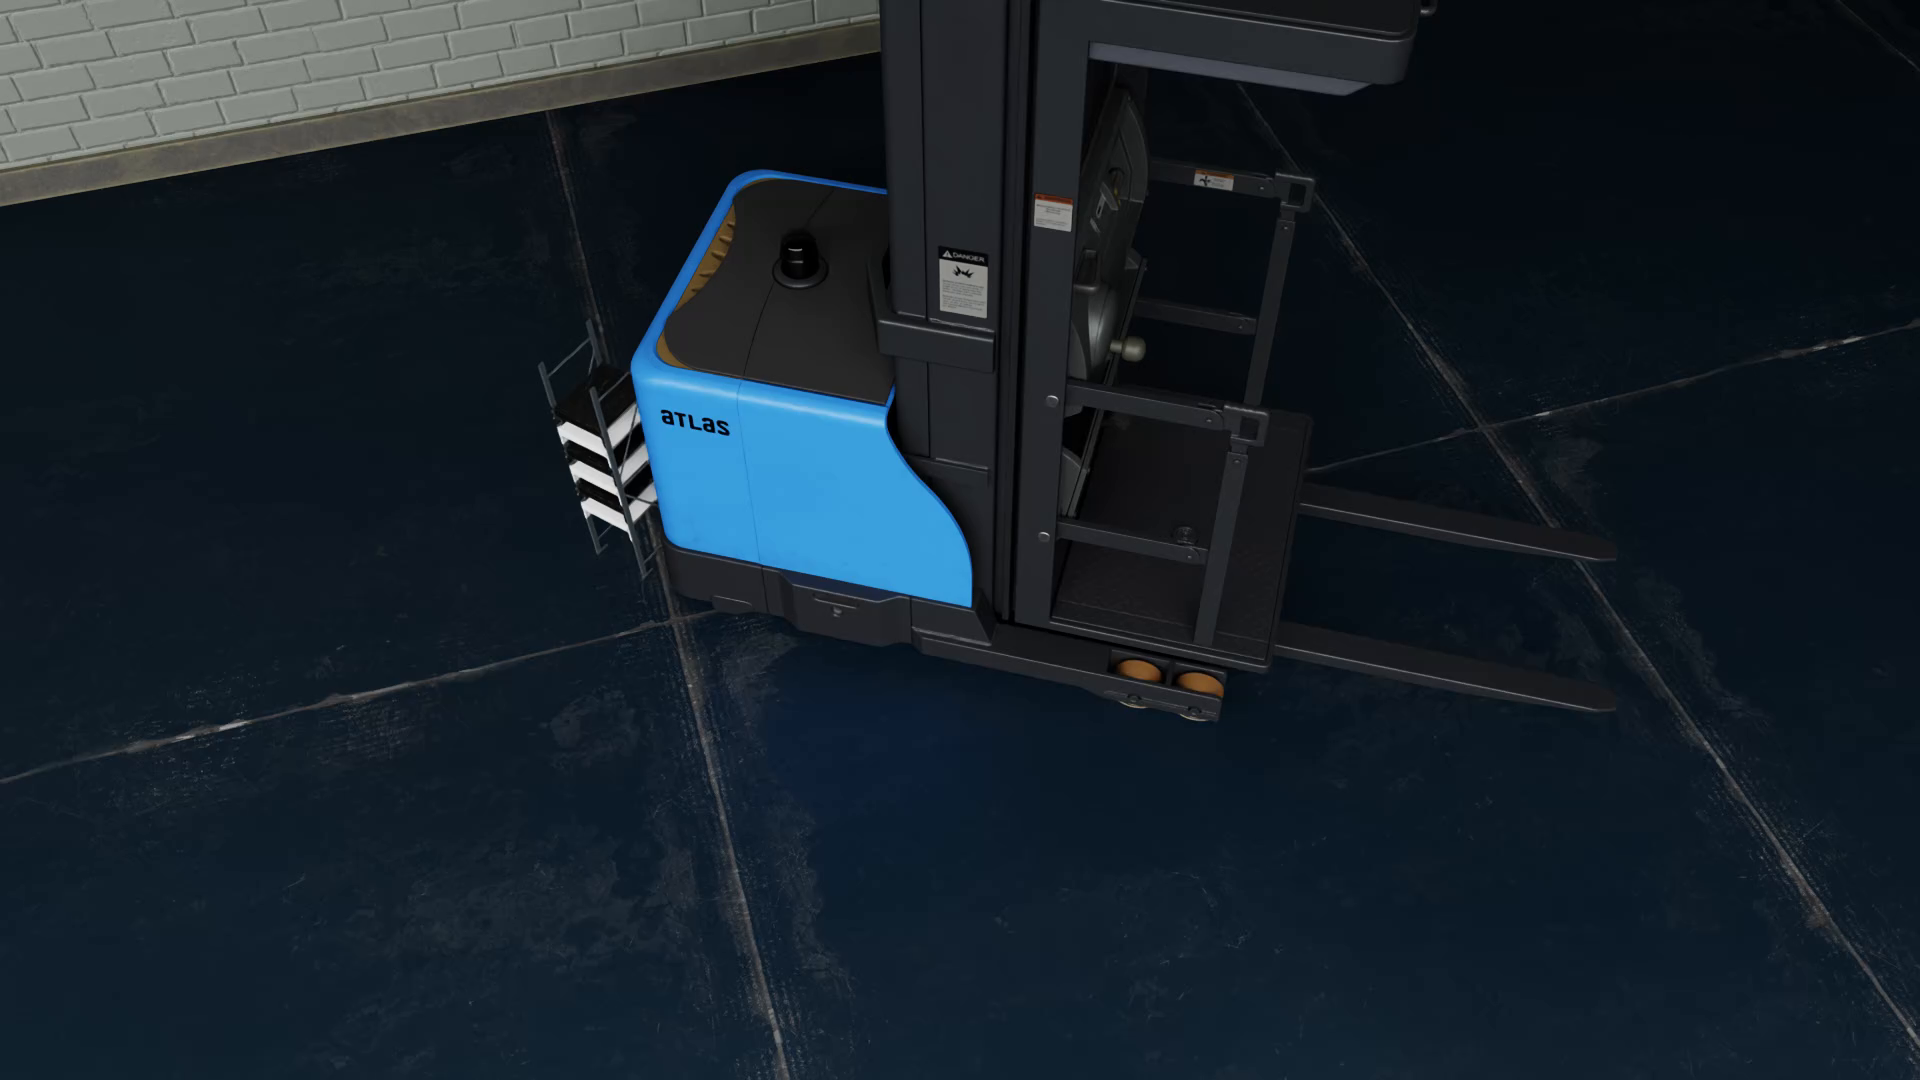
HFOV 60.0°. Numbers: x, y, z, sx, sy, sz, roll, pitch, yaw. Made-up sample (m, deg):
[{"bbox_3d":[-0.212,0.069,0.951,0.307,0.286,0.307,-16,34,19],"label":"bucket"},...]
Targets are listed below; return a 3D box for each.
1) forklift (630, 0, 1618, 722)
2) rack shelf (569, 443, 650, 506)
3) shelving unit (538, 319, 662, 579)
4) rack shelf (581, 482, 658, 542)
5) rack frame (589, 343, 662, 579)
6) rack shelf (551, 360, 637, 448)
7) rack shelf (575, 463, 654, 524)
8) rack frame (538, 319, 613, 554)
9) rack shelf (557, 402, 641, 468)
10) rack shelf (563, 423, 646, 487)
[{"bbox_3d":[0.602,-0.825,4.528,3.031,2.935,1.130,11,51,9],"label":"forklift"},{"bbox_3d":[-1.107,-0.255,5.413,0.200,0.077,0.258,25,56,21],"label":"rack shelf"},{"bbox_3d":[-1.108,-0.277,5.388,0.210,0.900,0.258,25,56,21],"label":"shelving unit"},{"bbox_3d":[-1.101,-0.140,5.552,0.200,0.077,0.258,25,56,21],"label":"rack shelf"},{"bbox_3d":[-1.022,-0.236,5.351,0.006,0.900,0.240,25,56,21],"label":"rack frame"},{"bbox_3d":[-1.115,-0.428,5.206,0.200,0.077,0.258,25,56,21],"label":"rack shelf"},{"bbox_3d":[-1.104,-0.198,5.483,0.200,0.077,0.258,25,56,21],"label":"rack shelf"},{"bbox_3d":[-1.194,-0.317,5.425,0.006,0.900,0.240,25,56,21],"label":"rack frame"},{"bbox_3d":[-1.112,-0.370,5.275,0.200,0.077,0.258,25,56,21],"label":"rack shelf"},{"bbox_3d":[-1.110,-0.313,5.344,0.200,0.077,0.258,25,56,21],"label":"rack shelf"}]
